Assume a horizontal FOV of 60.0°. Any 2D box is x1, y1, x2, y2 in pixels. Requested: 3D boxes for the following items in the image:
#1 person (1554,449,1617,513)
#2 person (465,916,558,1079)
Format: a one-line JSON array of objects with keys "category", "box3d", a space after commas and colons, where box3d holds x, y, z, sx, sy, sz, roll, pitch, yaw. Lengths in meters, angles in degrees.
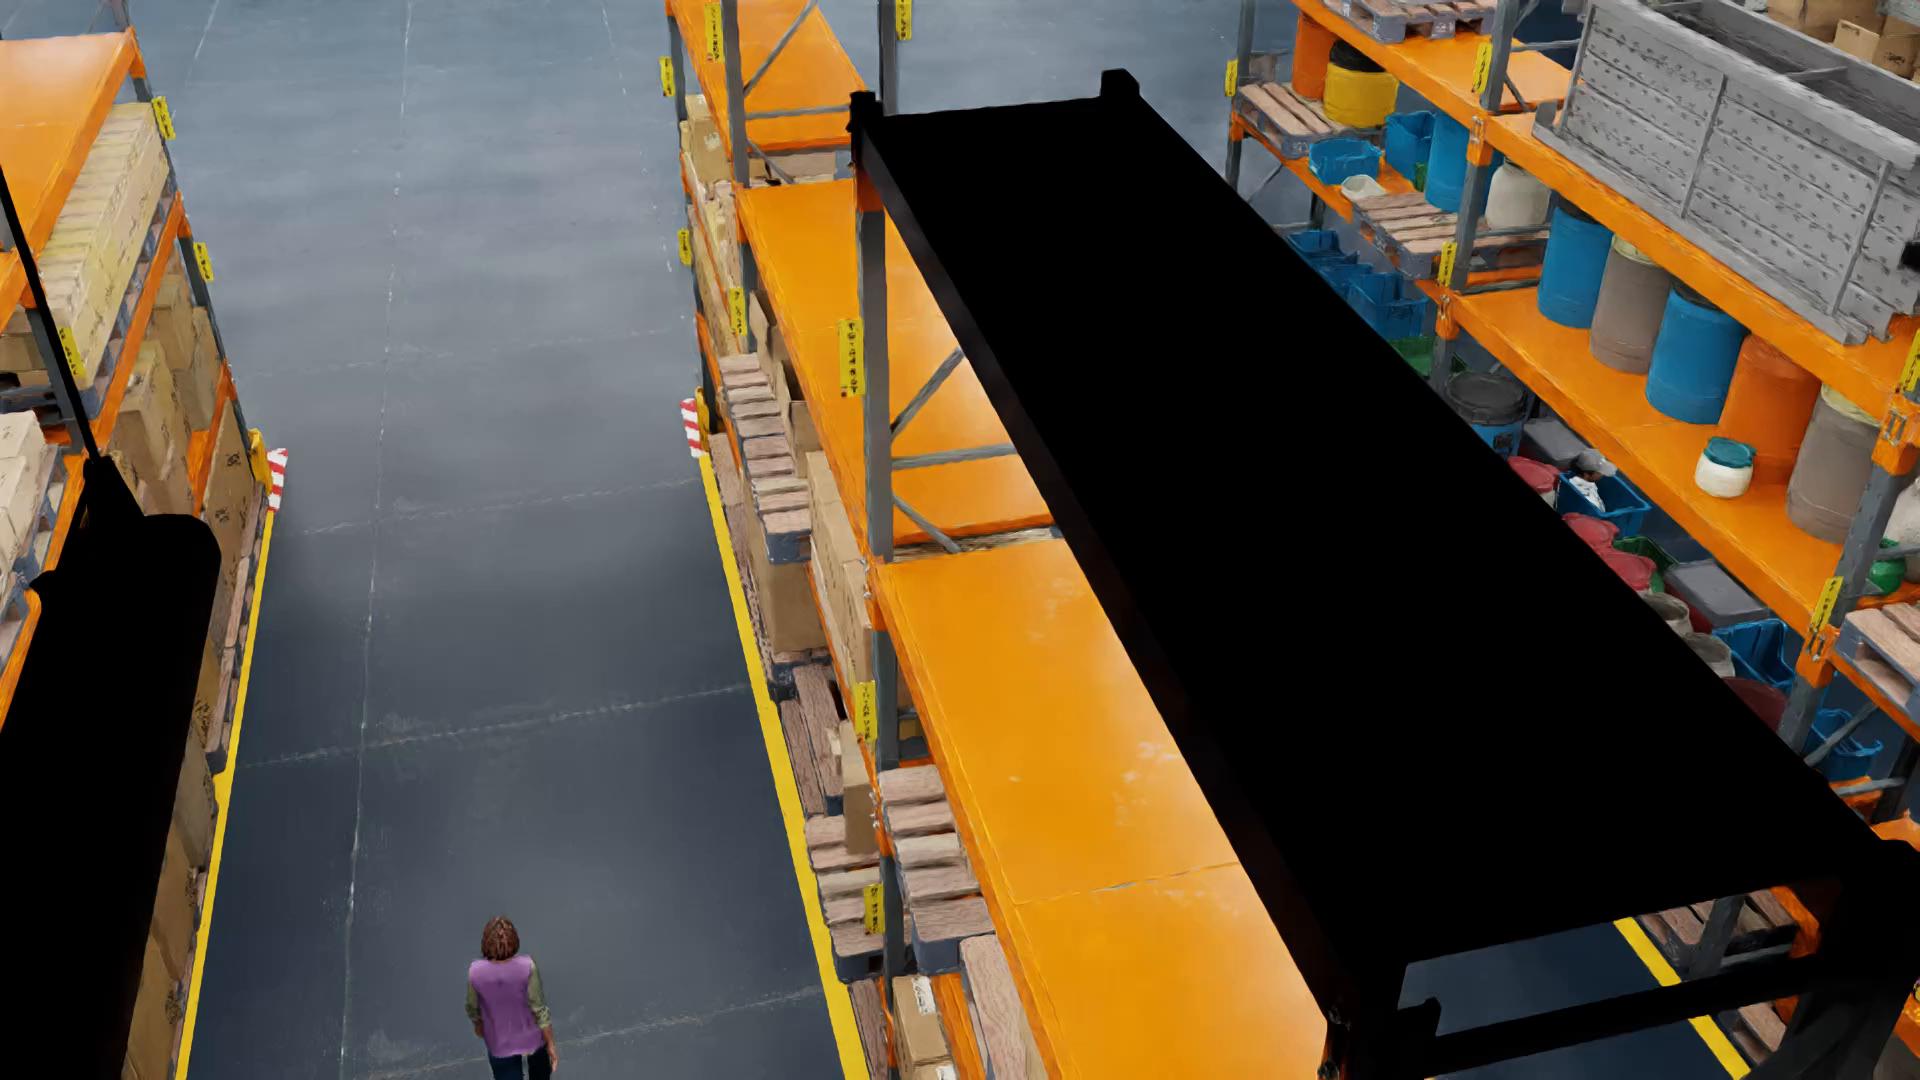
[{"category": "person", "box3d": [4.451, 0.046, 12.167, 0.560, 1.651, 0.682, -3, 35, -5]}, {"category": "person", "box3d": [-2.384, 2.637, 8.867, 0.432, 1.539, 0.948, -9, 35, -13]}]
